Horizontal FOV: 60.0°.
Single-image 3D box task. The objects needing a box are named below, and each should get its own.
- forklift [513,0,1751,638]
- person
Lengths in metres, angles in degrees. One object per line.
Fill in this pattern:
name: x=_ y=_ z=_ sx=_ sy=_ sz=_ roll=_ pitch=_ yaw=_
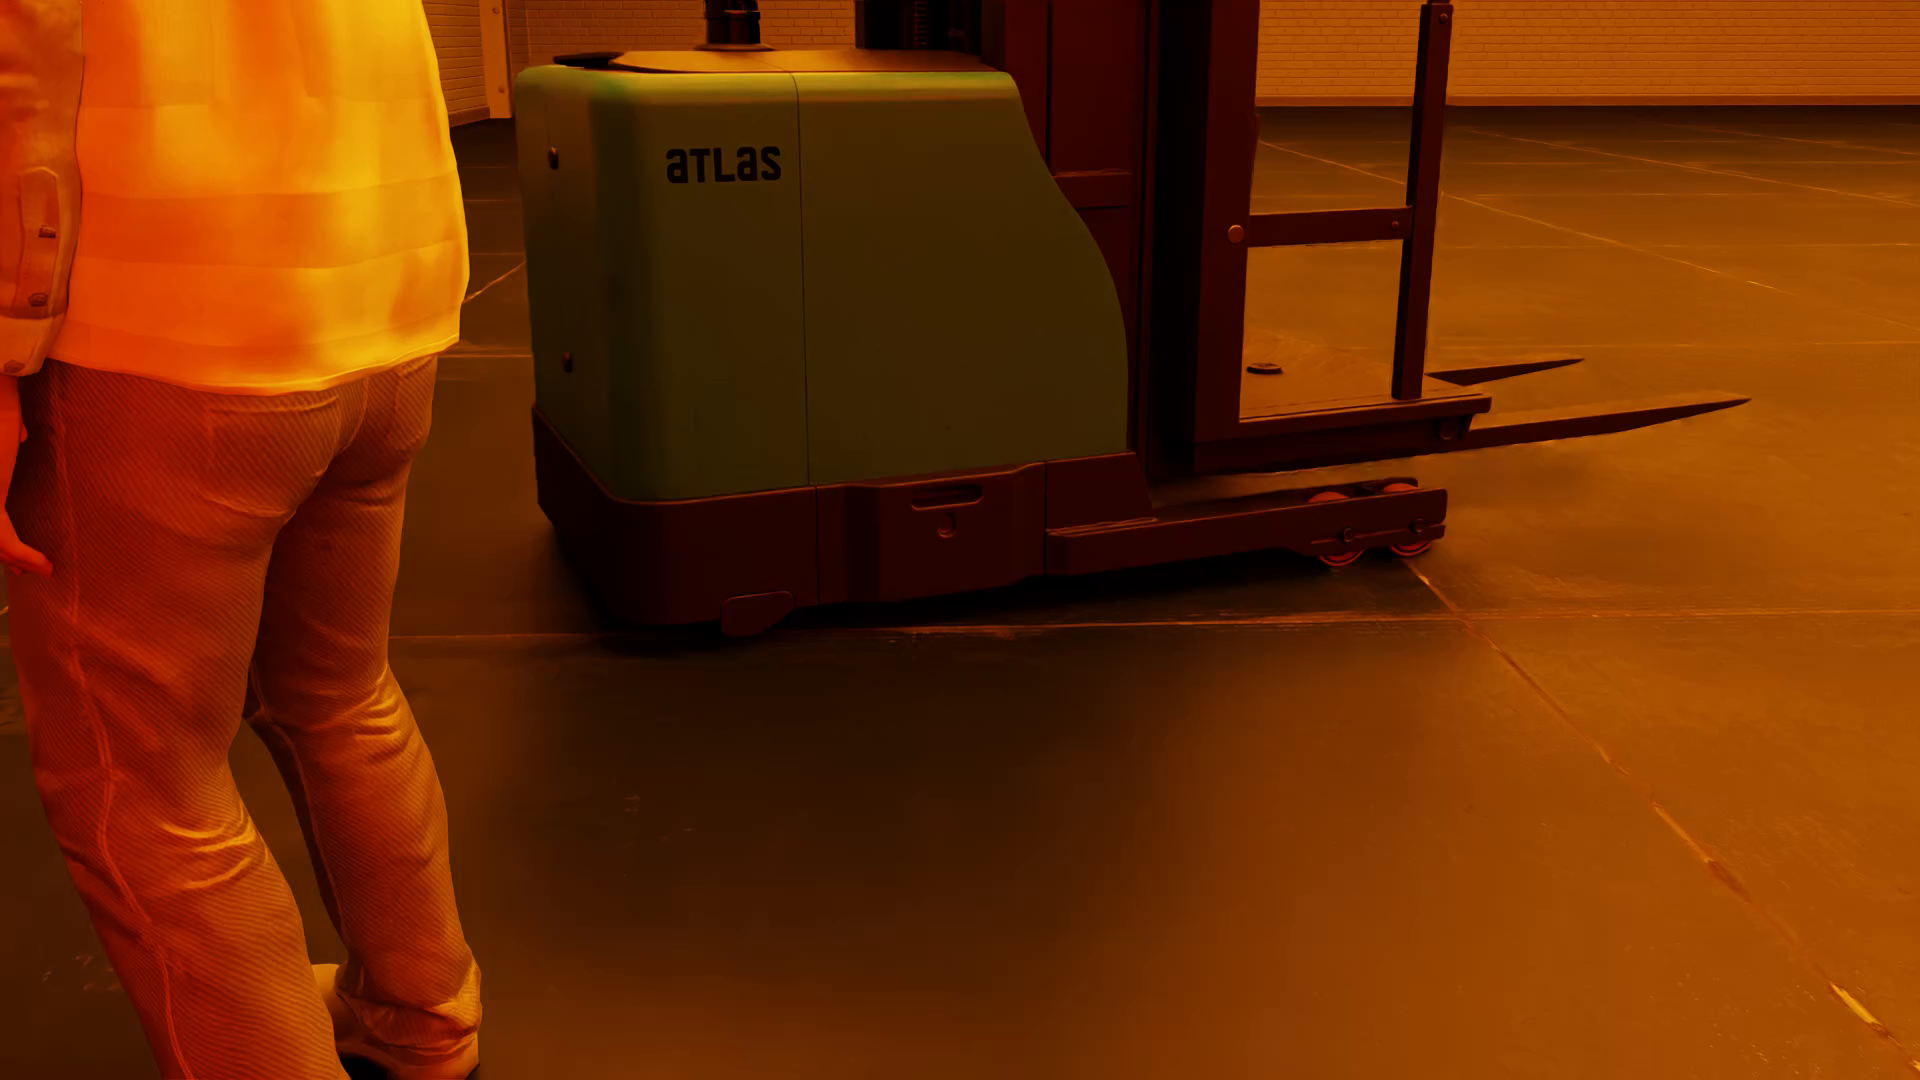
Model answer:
forklift: x=0.560 y=-1.476 z=3.733 sx=3.031 sy=2.935 sz=1.130 roll=-7 pitch=18 yaw=-22
person: x=-0.698 y=-0.189 z=1.513 sx=0.467 sy=1.769 sz=0.580 roll=4 pitch=17 yaw=13
